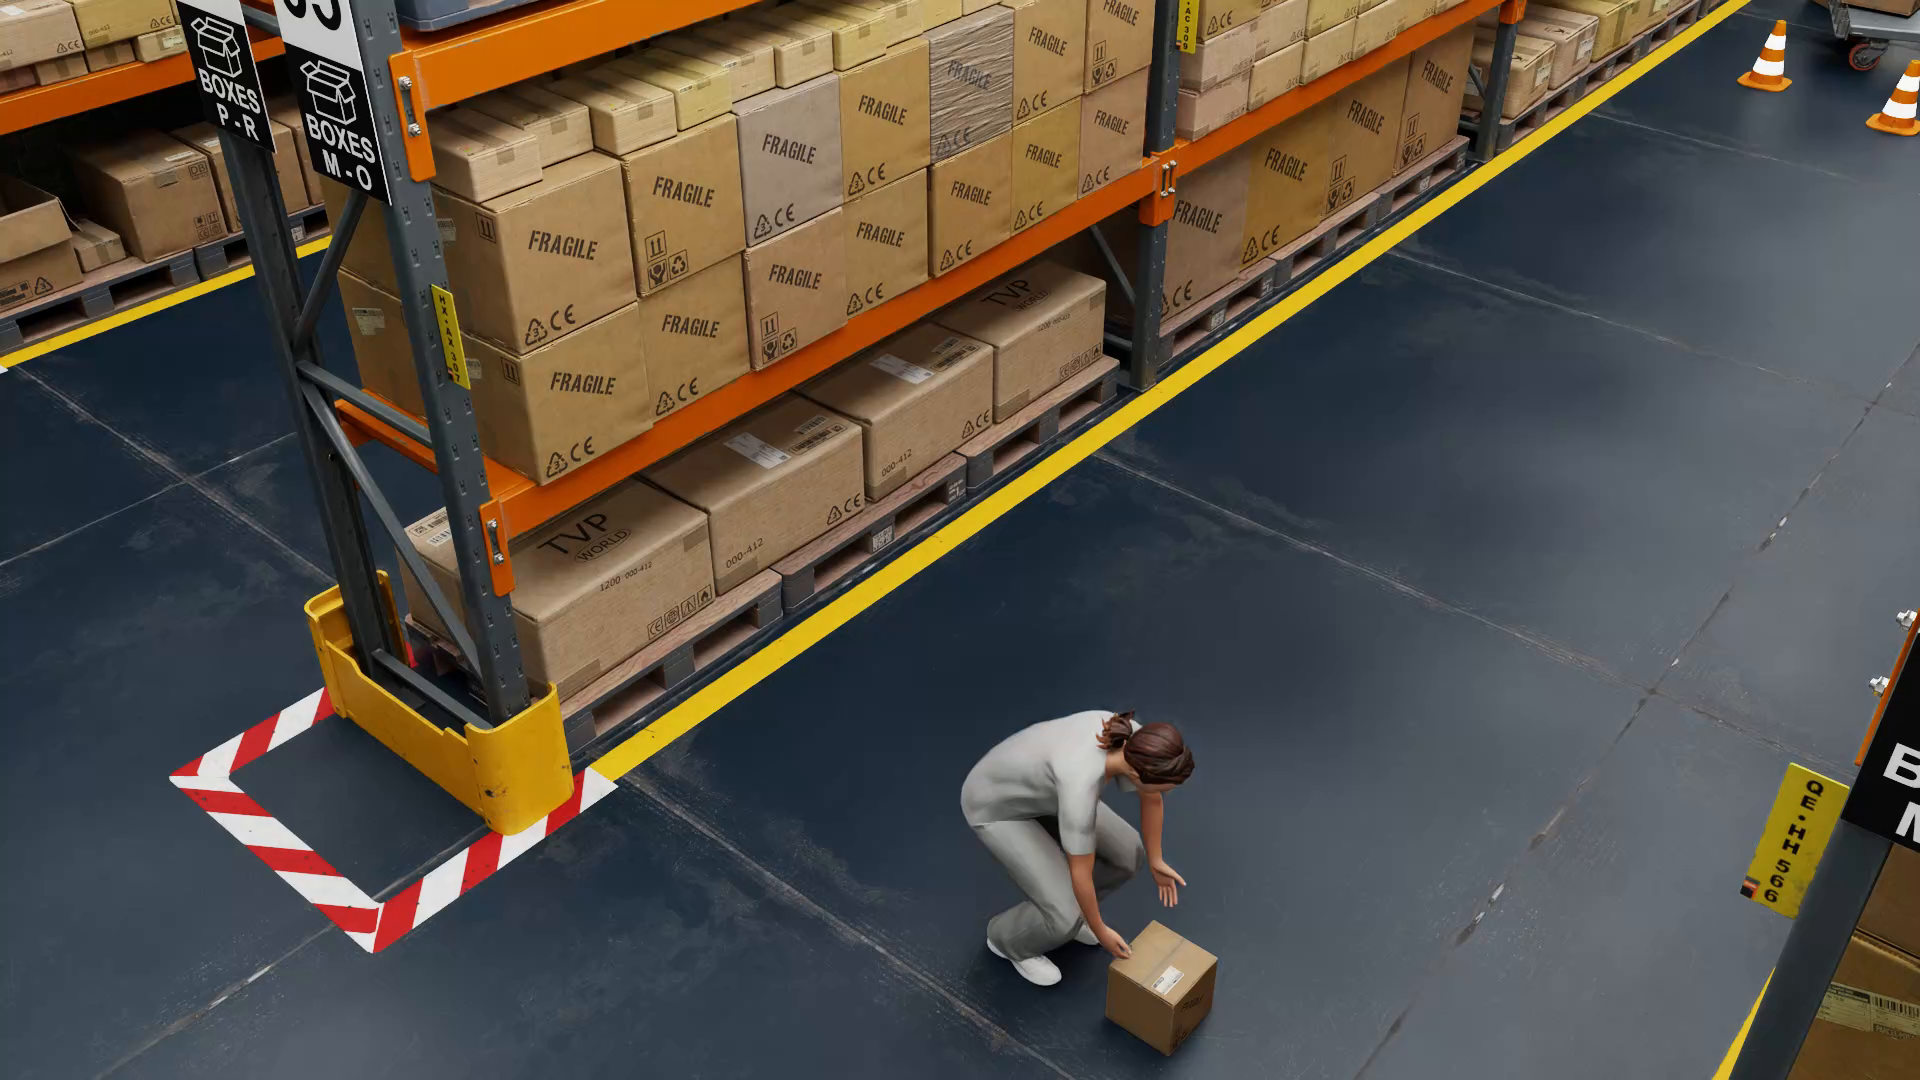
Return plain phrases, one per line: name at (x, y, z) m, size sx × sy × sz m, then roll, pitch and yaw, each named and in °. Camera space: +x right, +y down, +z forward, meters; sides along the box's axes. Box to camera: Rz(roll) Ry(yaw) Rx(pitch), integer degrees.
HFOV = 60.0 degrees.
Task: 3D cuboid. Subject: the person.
person at (0.372, 0.925, 5.309) m, size 0.750 × 1.130 × 0.494 m, roll 26°, pitch 42°, yaw 32°
